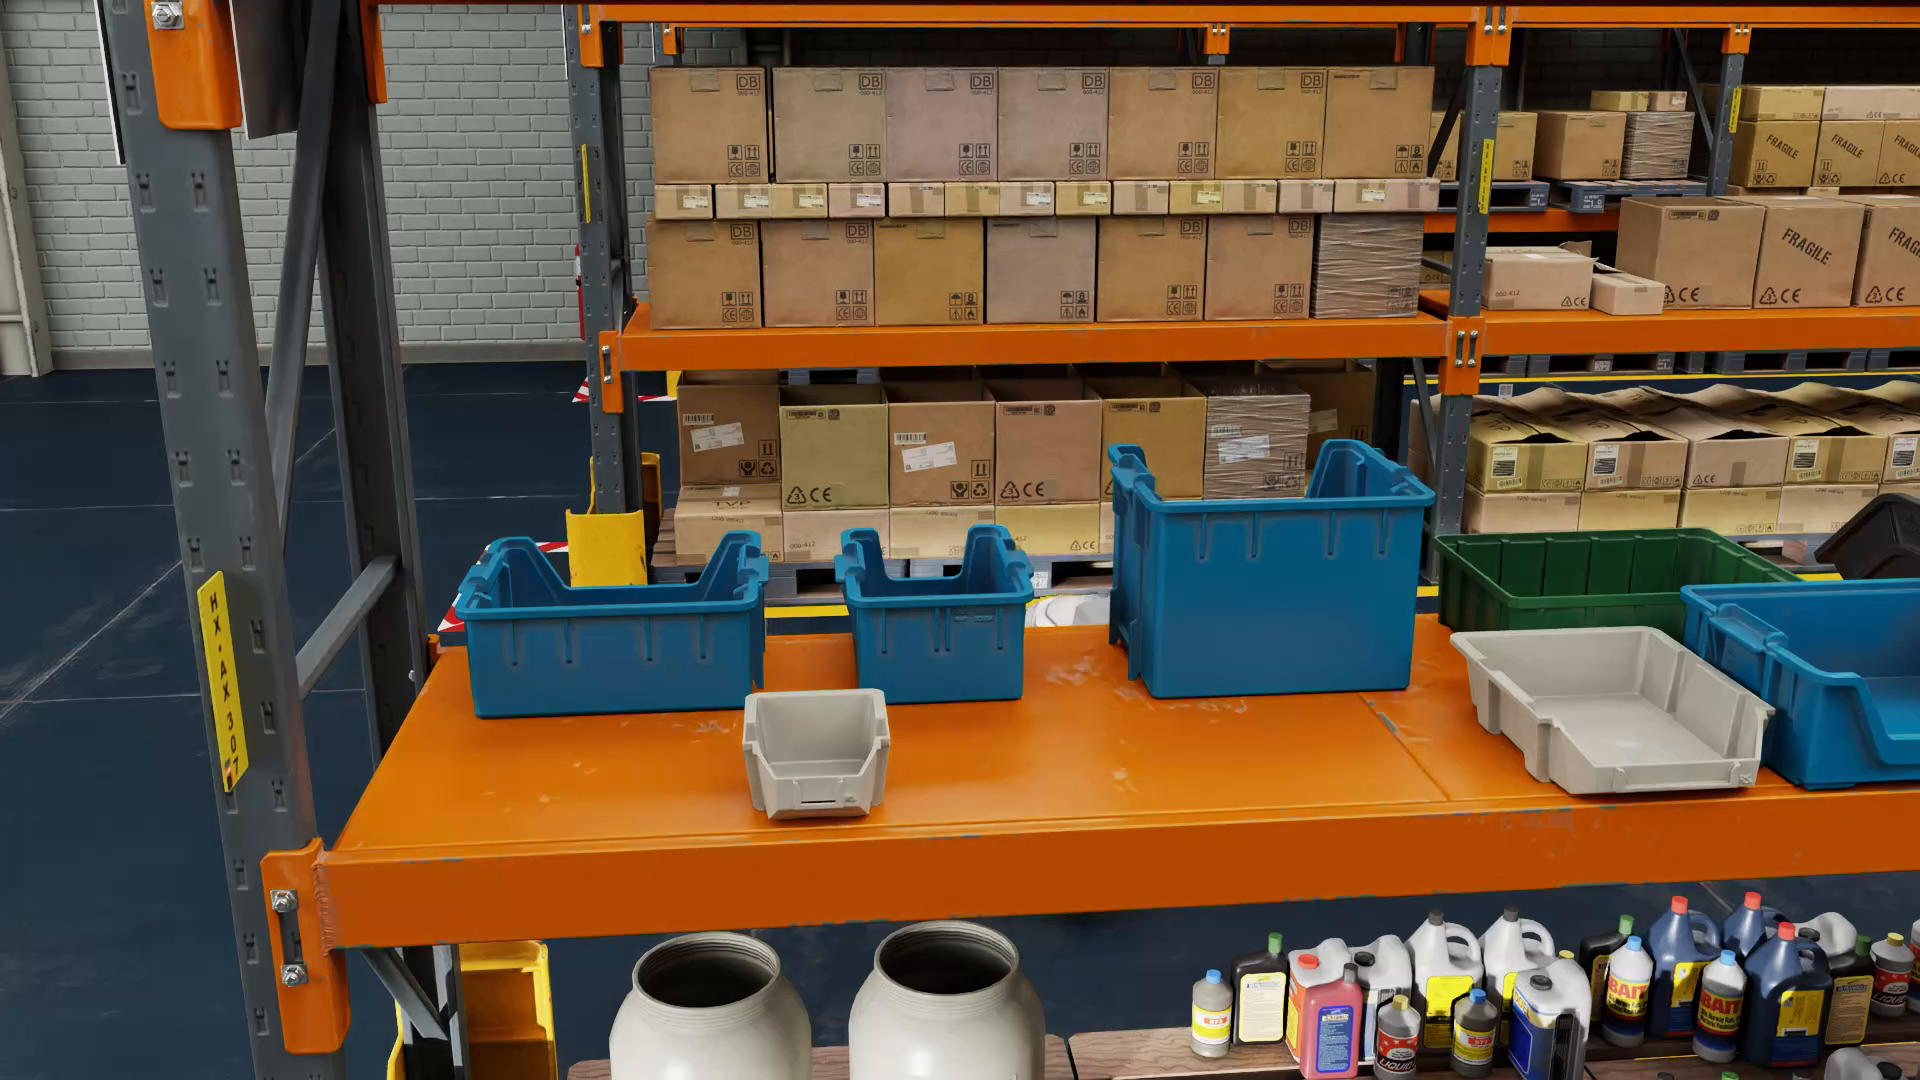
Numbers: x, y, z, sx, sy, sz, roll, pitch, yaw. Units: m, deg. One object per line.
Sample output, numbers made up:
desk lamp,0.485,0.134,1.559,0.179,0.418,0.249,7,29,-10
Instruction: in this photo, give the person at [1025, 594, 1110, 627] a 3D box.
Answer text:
person,0.371,0.567,5.372,0.463,0.977,0.891,-2,17,-7
